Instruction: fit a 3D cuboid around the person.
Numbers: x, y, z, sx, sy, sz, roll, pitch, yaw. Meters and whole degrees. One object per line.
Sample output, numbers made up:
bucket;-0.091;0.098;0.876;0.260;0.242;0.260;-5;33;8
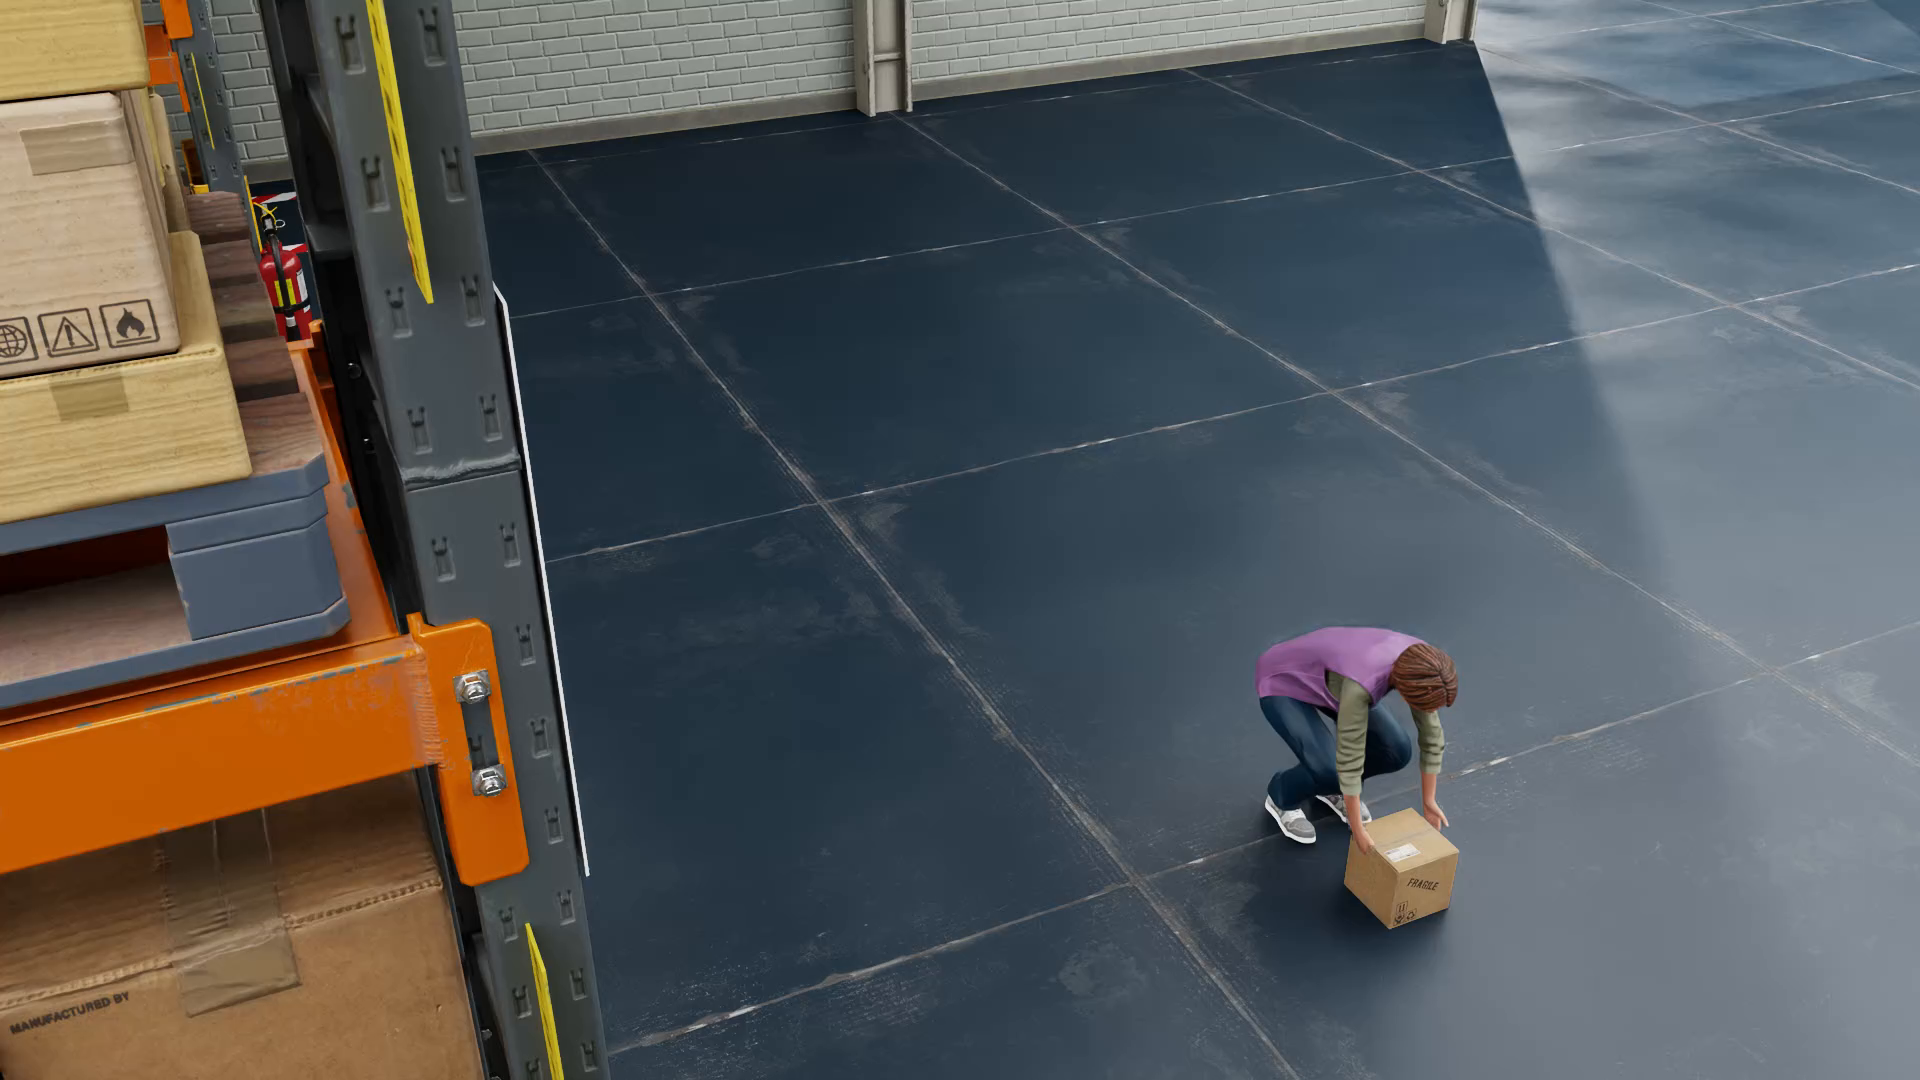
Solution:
person;1.342;0.637;5.712;0.448;0.919;0.788;-13;32;-22
